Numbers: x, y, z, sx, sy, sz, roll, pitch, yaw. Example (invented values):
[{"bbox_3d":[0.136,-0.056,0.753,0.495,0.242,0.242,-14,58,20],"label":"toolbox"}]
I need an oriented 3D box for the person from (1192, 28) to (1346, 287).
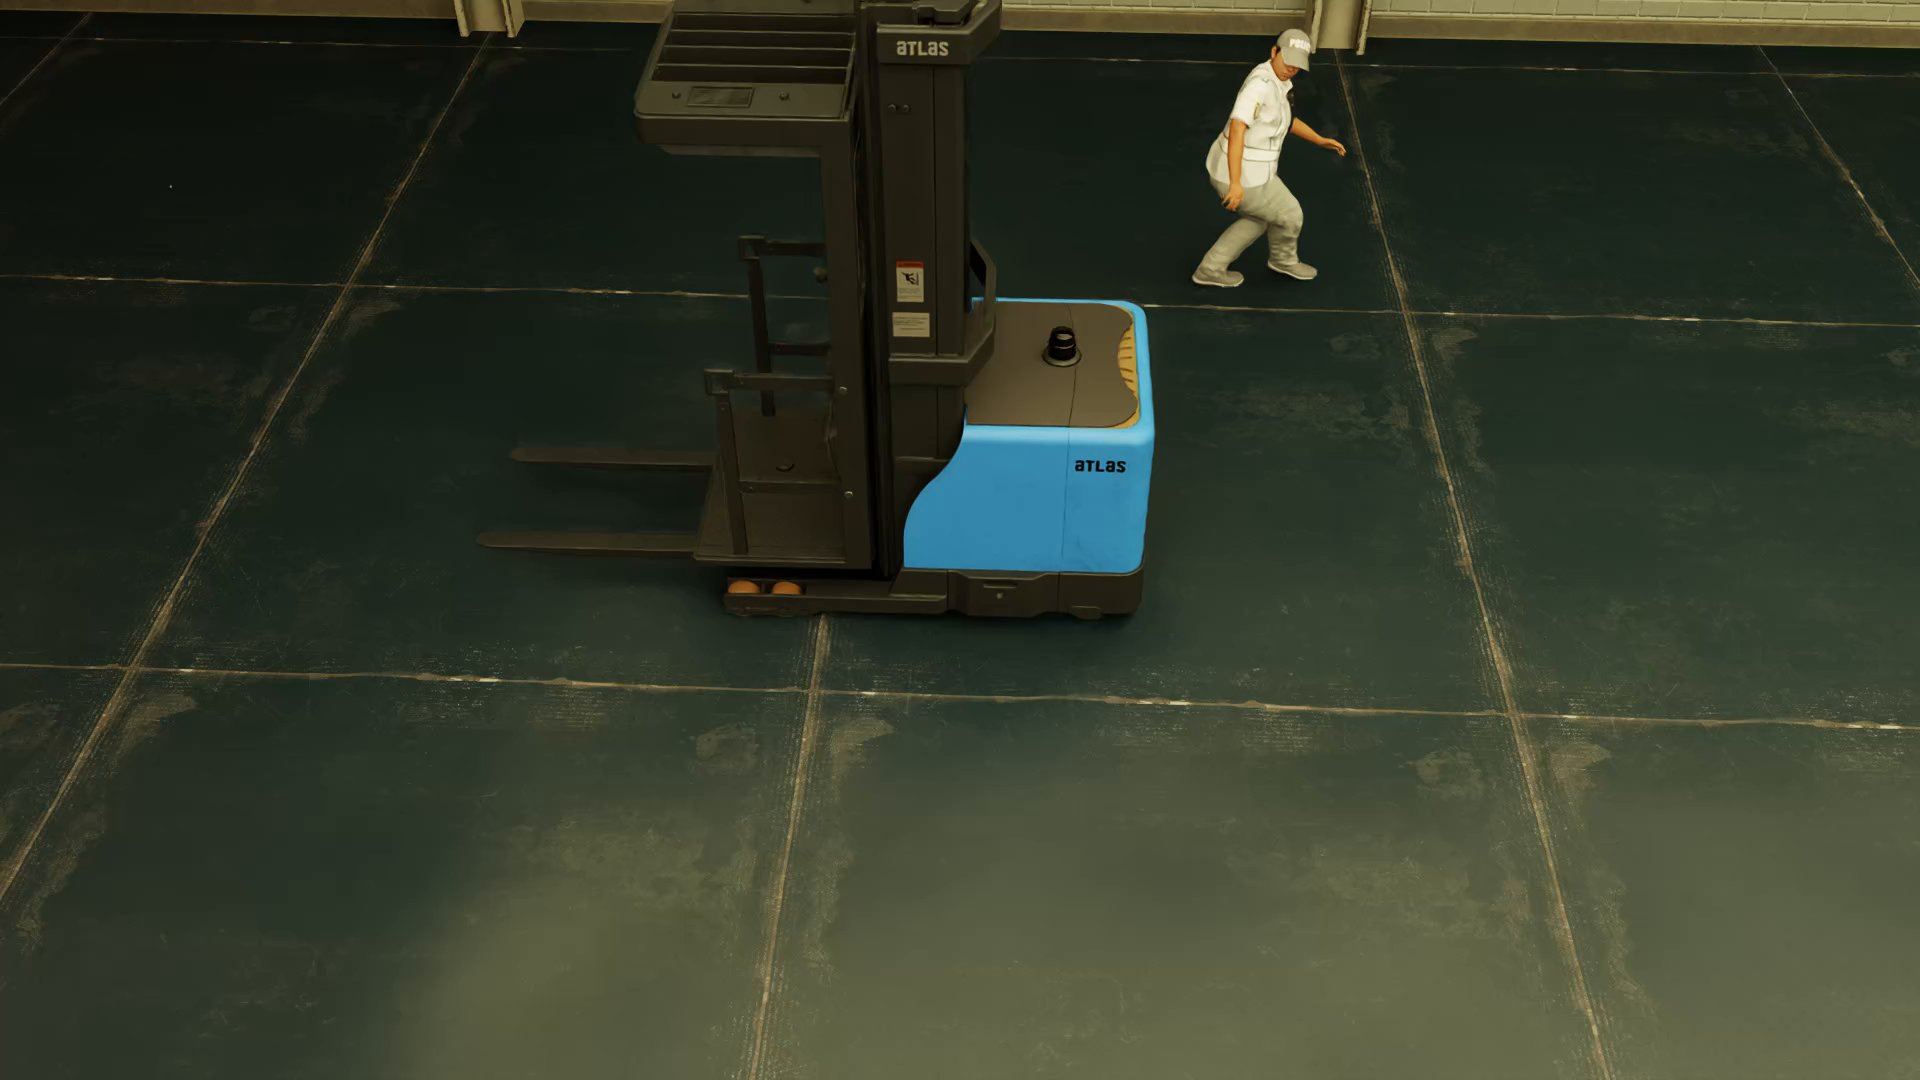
[{"bbox_3d":[1.706,-1.977,8.969,0.756,1.518,0.714,-1,42,-1],"label":"person"}]

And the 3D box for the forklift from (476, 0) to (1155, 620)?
[{"bbox_3d":[-0.680,-1.087,6.933,3.031,2.935,1.130,1,42,2],"label":"forklift"}]
